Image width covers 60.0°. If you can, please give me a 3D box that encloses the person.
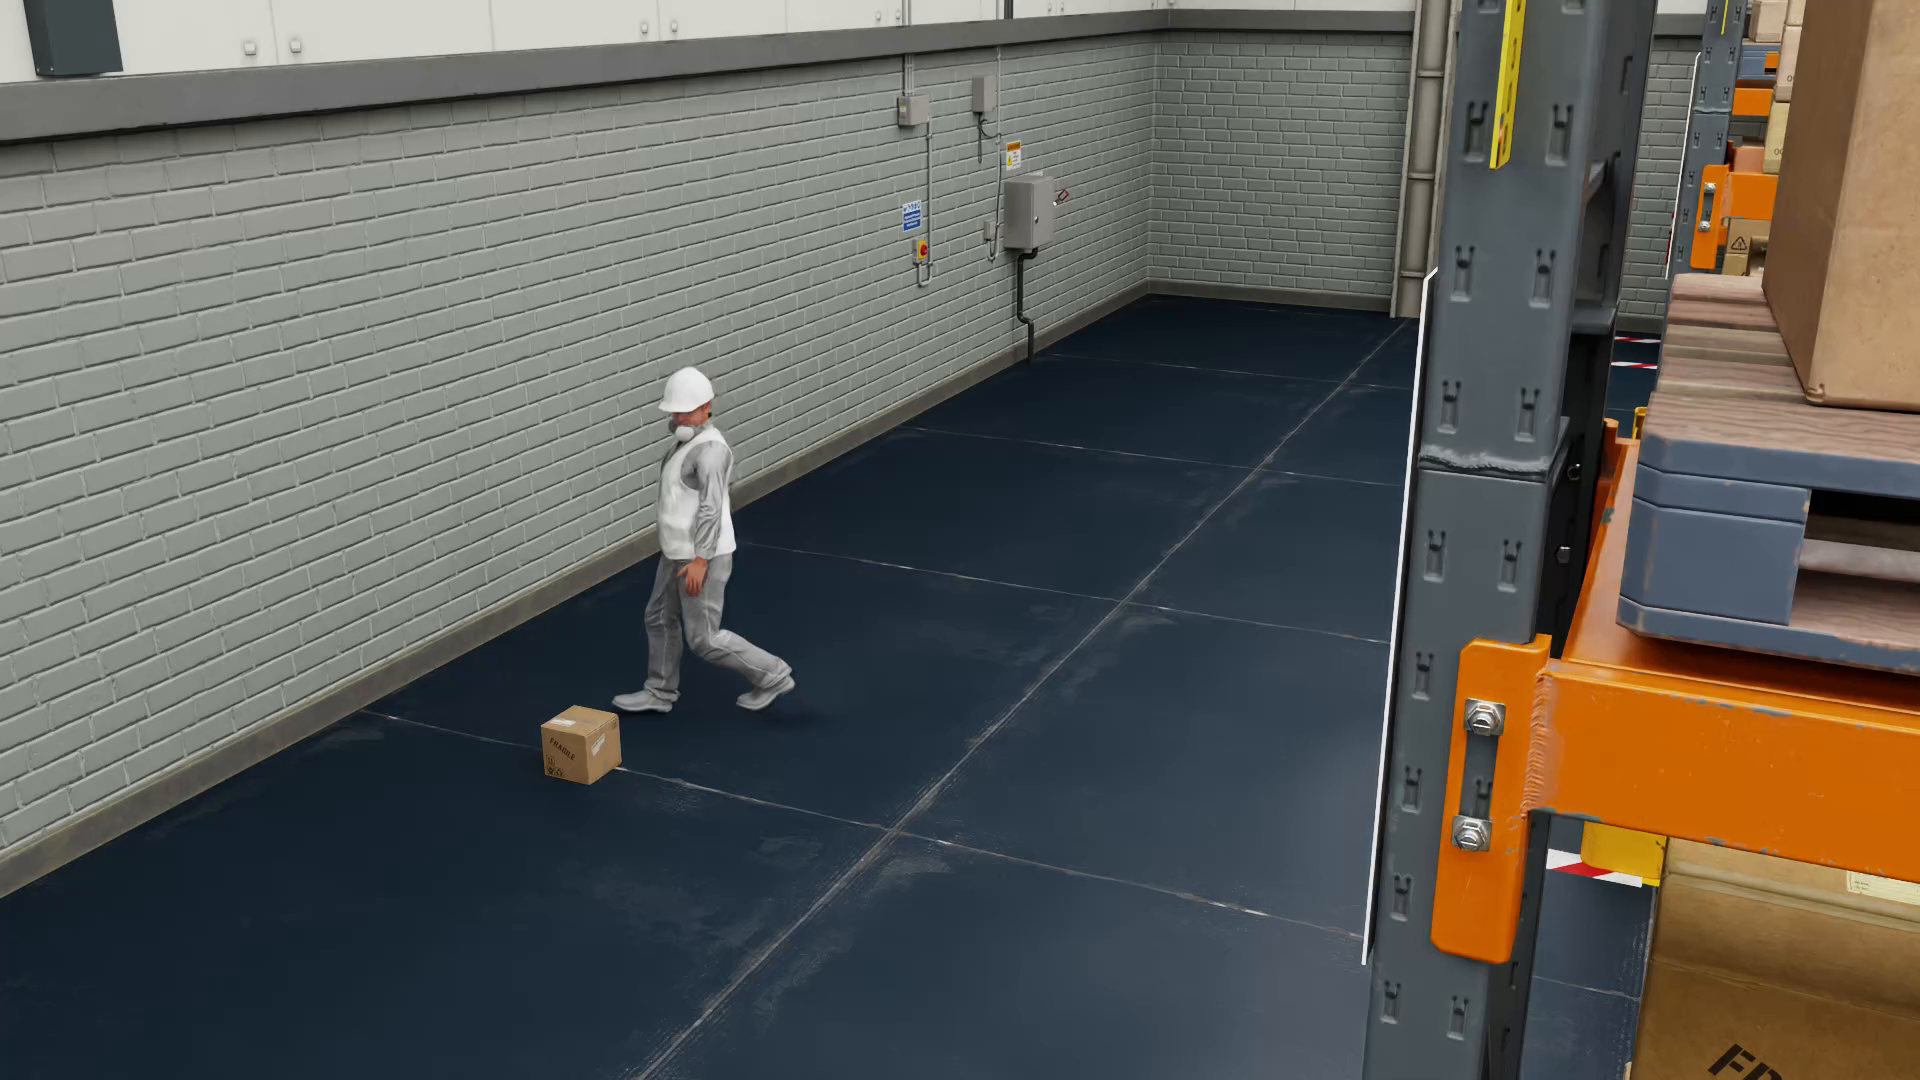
[{"bbox_3d":[-1.268,0.039,7.937,0.855,1.751,0.567,-6,20,-17],"label":"person"}]
